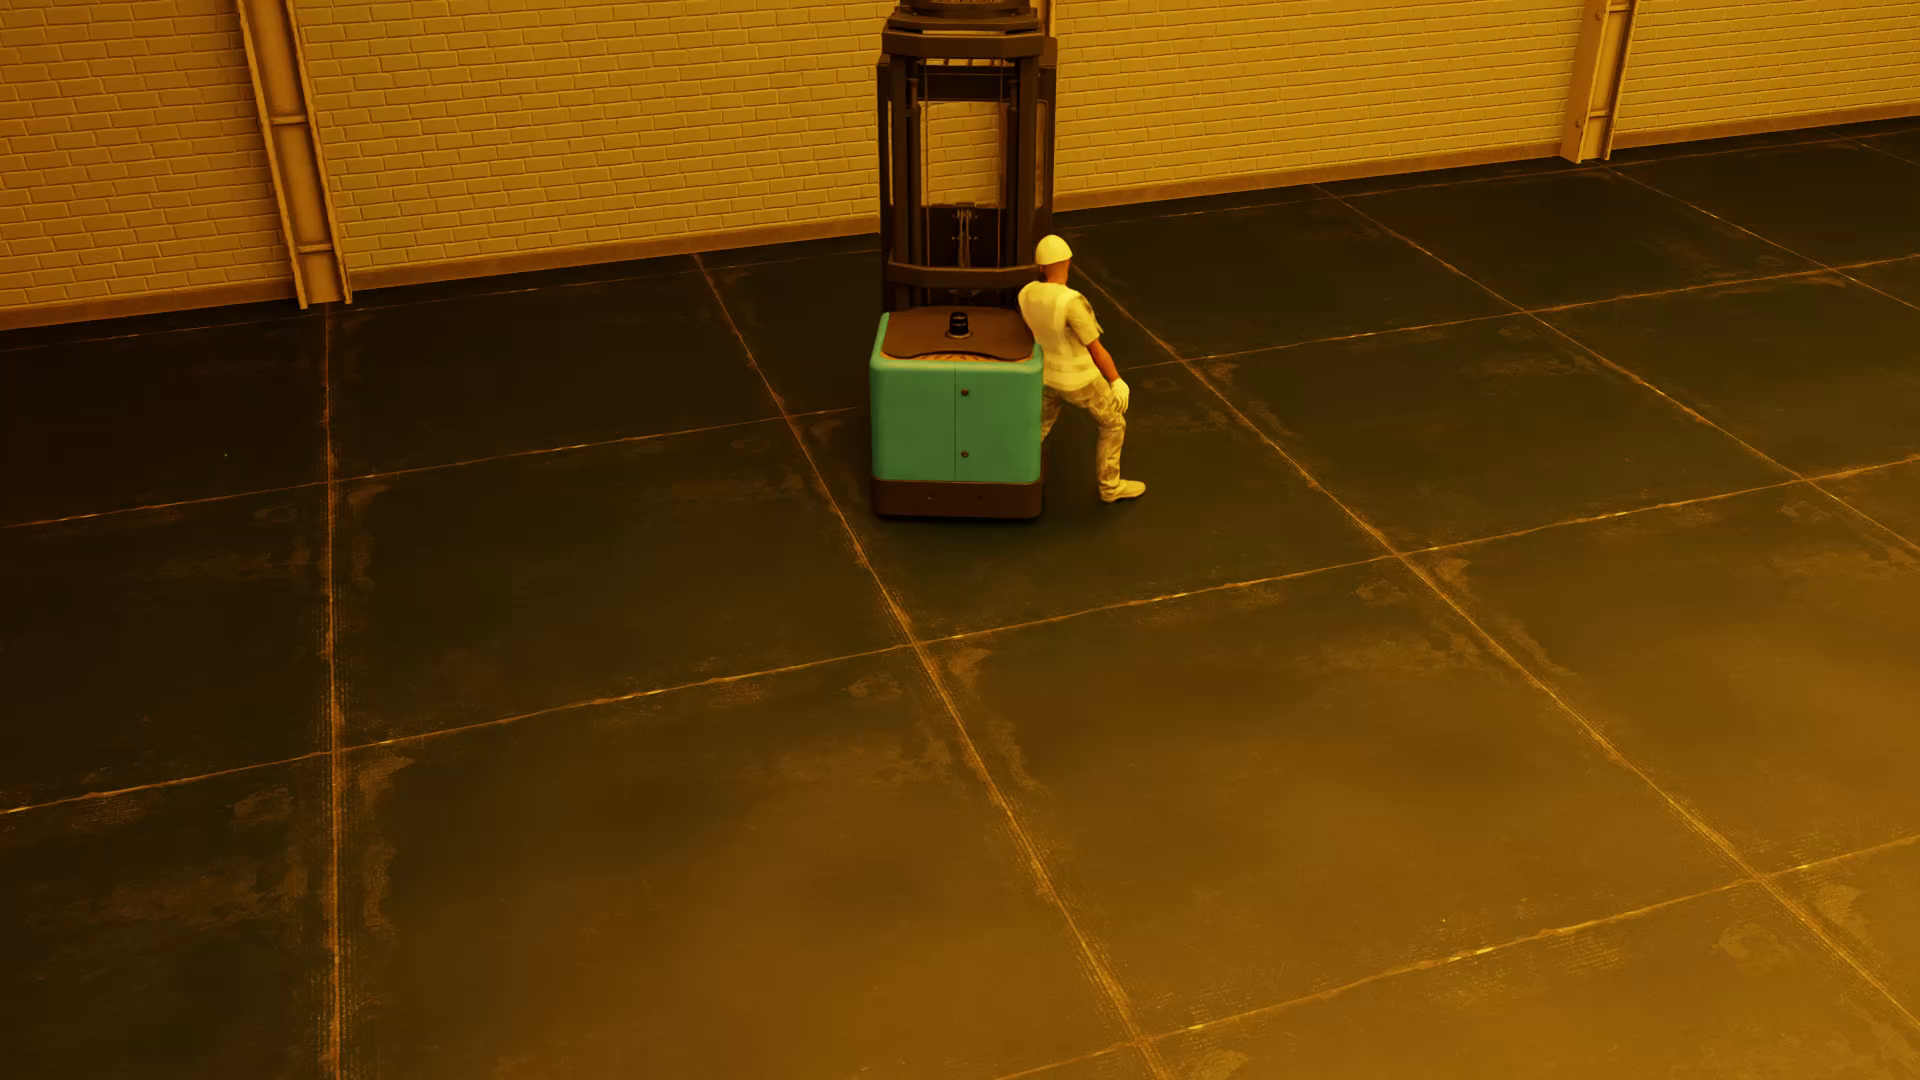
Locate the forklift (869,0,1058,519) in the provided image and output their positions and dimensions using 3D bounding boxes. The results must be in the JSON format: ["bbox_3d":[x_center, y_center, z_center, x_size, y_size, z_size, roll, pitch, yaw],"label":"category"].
[{"bbox_3d":[0.055,-2.102,10.740,1.130,2.935,3.031,2,30,3],"label":"forklift"}]

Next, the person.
[{"bbox_3d":[0.746,-1.005,10.077,0.807,1.726,0.850,26,39,37],"label":"person"}]
